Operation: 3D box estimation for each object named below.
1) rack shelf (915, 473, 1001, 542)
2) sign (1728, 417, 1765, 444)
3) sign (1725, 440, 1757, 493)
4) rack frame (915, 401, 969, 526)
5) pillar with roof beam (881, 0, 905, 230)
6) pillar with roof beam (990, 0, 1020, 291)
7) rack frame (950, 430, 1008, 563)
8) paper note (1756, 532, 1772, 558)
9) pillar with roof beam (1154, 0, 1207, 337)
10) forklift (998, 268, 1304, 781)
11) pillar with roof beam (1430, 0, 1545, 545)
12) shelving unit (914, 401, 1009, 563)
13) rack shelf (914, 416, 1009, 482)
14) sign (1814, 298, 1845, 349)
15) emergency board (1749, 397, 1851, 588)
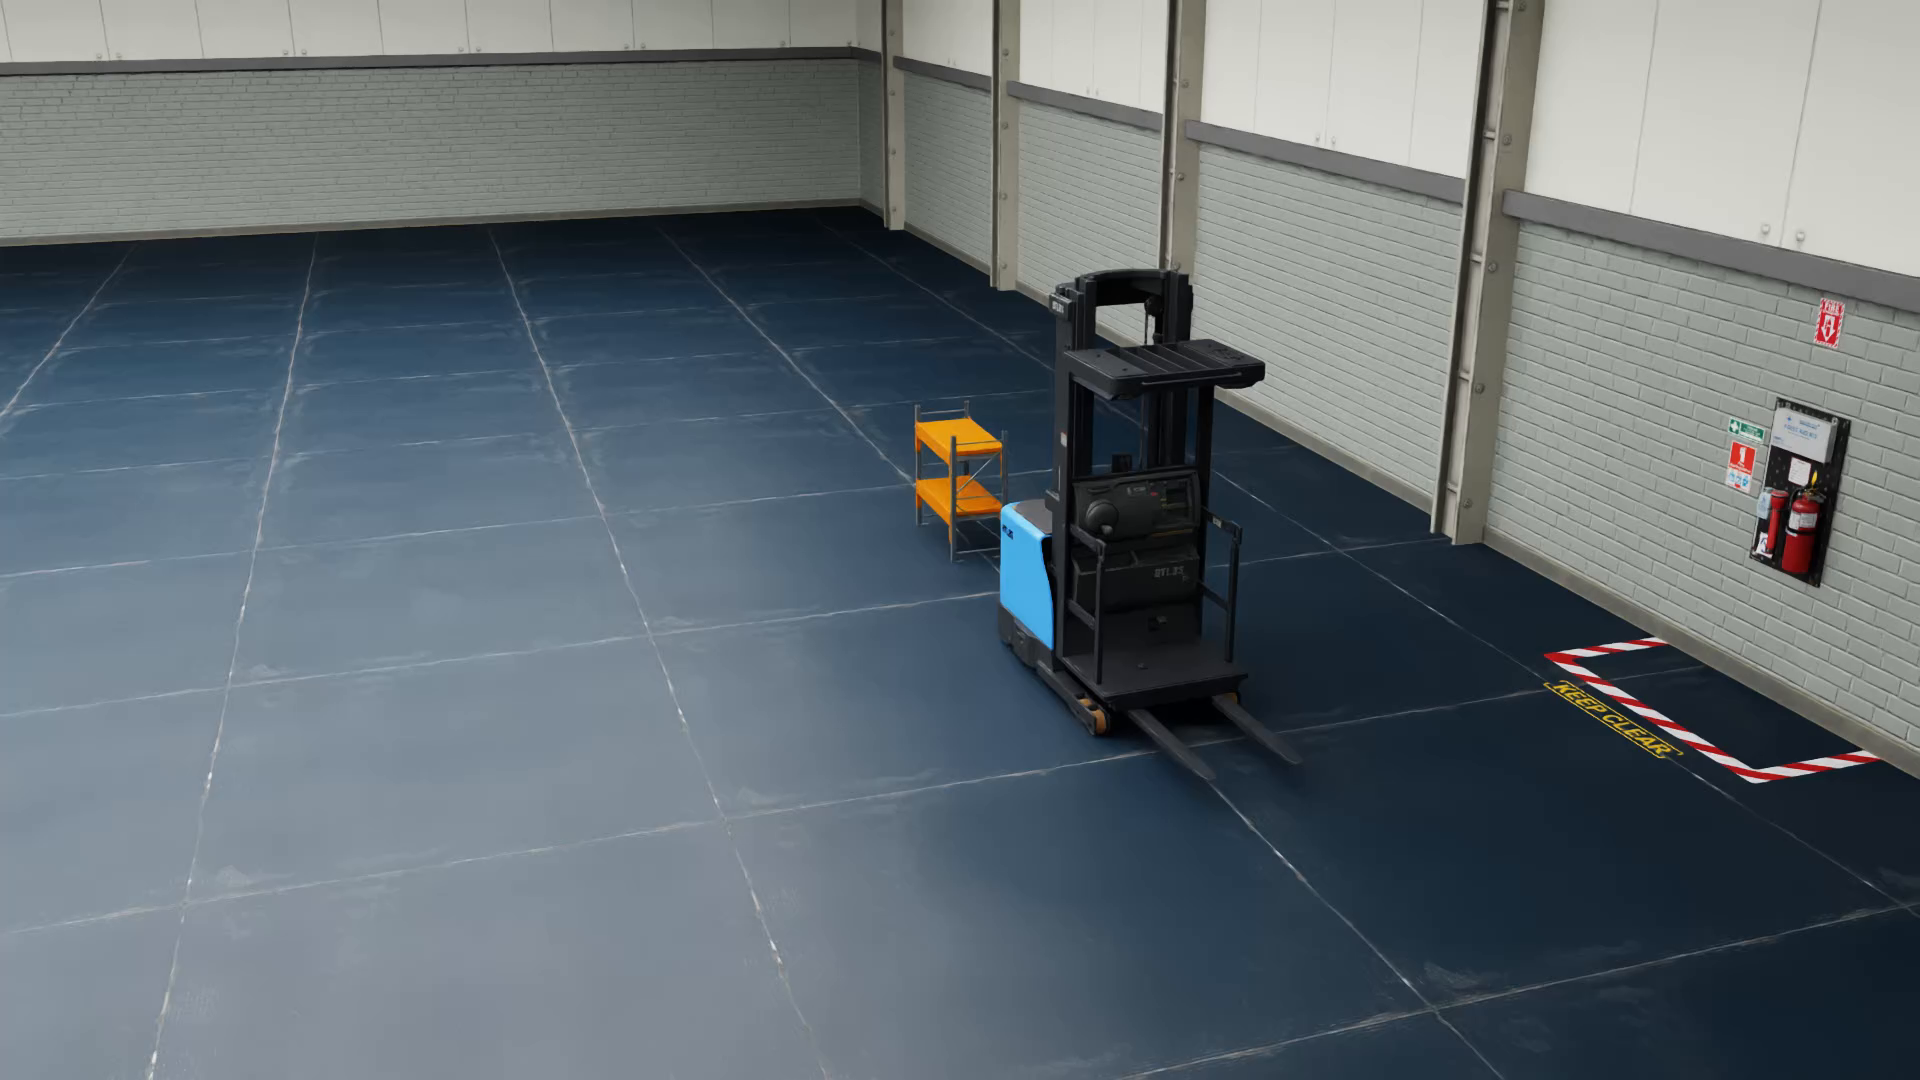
[{"bbox_3d":[0.002,-0.297,14.678,0.538,0.278,1.000,-6,21,-17],"label":"rack shelf"},{"bbox_3d":[5.508,-0.766,11.650,0.001,0.109,0.331,-6,21,-17],"label":"sign"},{"bbox_3d":[5.515,-0.519,11.746,0.001,0.329,0.234,-6,21,-17],"label":"sign"},{"bbox_3d":[-0.158,-0.690,15.049,0.500,1.125,0.032,-6,21,-17],"label":"rack frame"},{"bbox_3d":[-5.299,-9.585,28.163,9.100,9.000,0.400,-6,21,-17],"label":"pillar with roof beam"},{"bbox_3d":[-3.413,-7.659,22.803,9.100,9.000,0.400,-6,21,-17],"label":"pillar with roof beam"},{"bbox_3d":[0.162,-0.364,14.141,0.500,1.125,0.032,-6,21,-17],"label":"rack frame"},{"bbox_3d":[5.601,0.037,11.555,0.016,0.148,0.142,-6,21,-17],"label":"paper note"},{"bbox_3d":[-1.527,-5.734,17.442,9.100,9.000,0.400,-6,21,-17],"label":"pillar with roof beam"},{"bbox_3d":[1.283,-0.231,11.100,1.130,2.935,3.031,-7,21,-19],"label":"forklift"},{"bbox_3d":[0.359,-3.808,12.082,9.100,9.000,0.400,-6,21,-17],"label":"pillar with roof beam"},{"bbox_3d":[0.002,-0.527,14.595,0.538,1.125,1.048,-6,21,-17],"label":"shelving unit"},{"bbox_3d":[0.002,-0.803,14.496,0.538,0.278,1.000,-6,21,-17],"label":"rack shelf"},{"bbox_3d":[5.683,-1.418,10.873,0.001,0.298,0.199,-6,21,-17],"label":"sign"},{"bbox_3d":[5.591,-0.314,11.228,0.194,1.169,0.643,-6,21,-17],"label":"emergency board"}]
